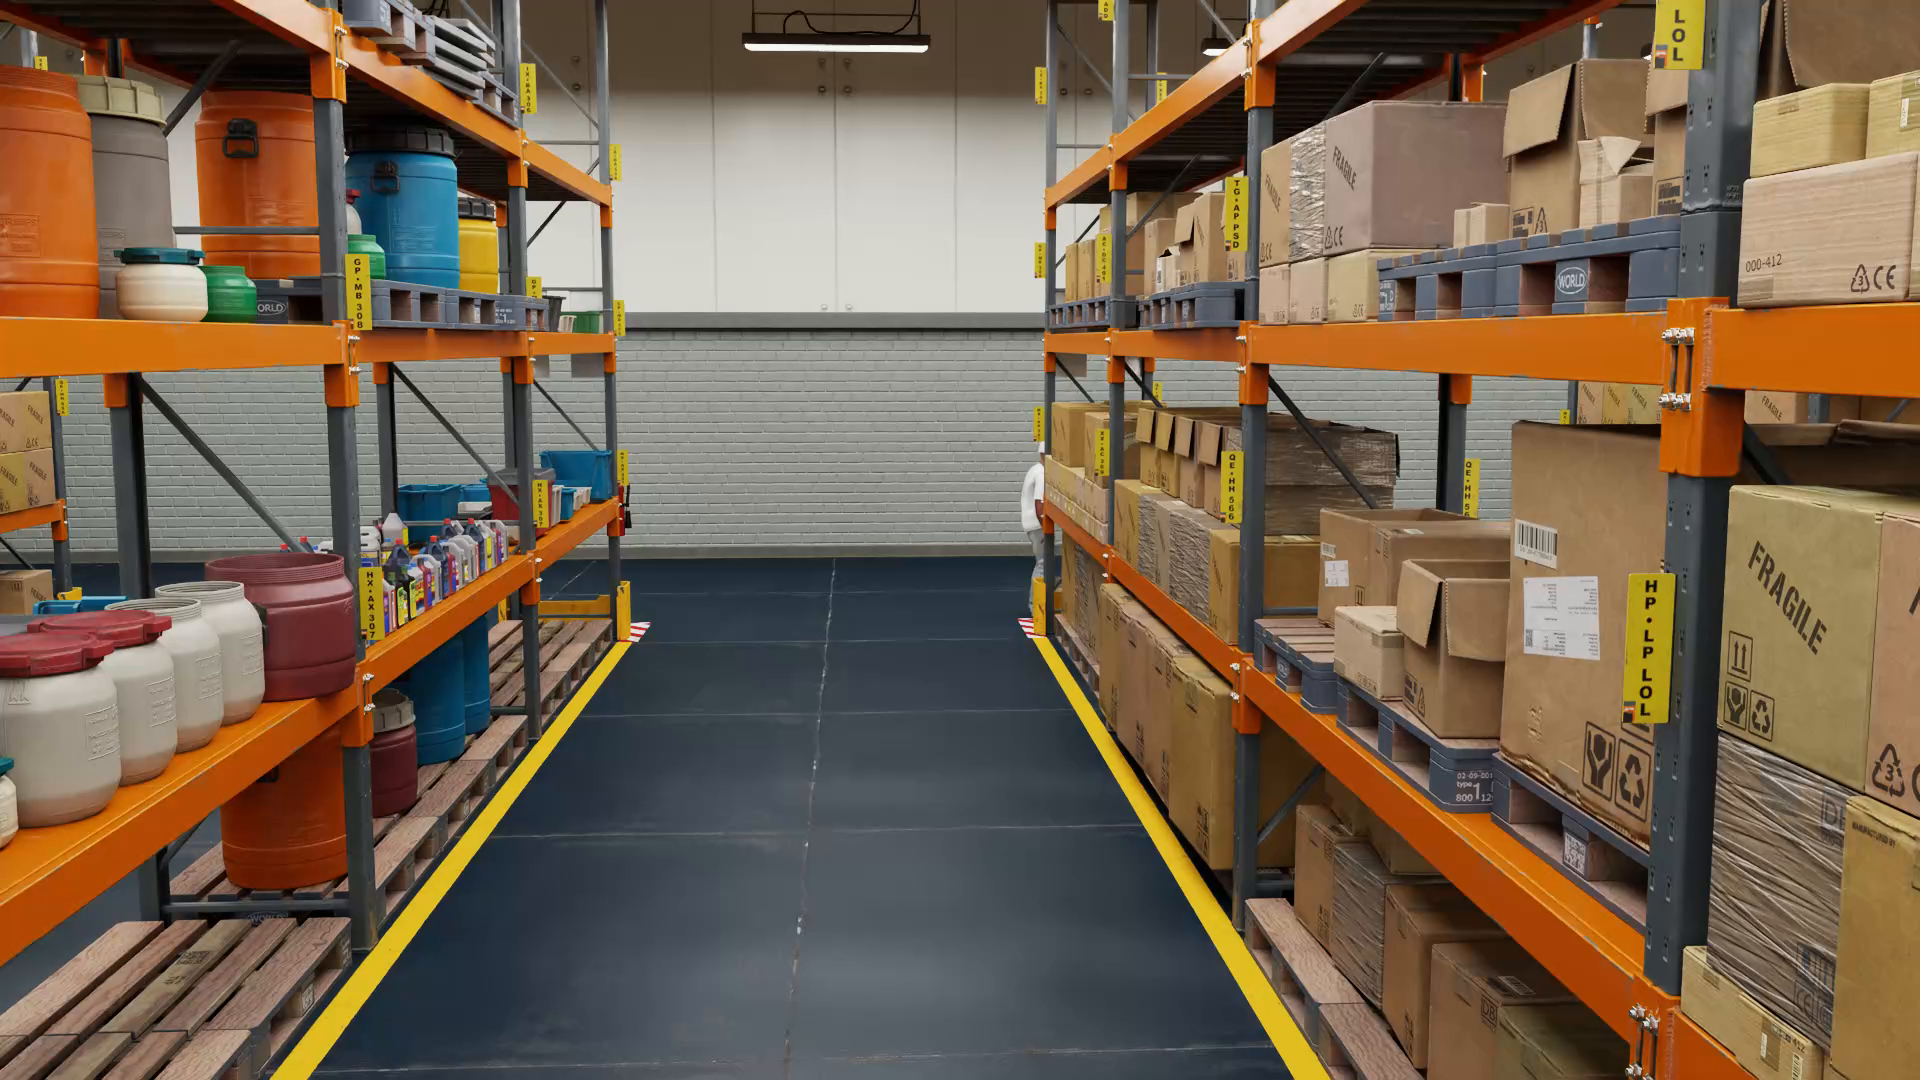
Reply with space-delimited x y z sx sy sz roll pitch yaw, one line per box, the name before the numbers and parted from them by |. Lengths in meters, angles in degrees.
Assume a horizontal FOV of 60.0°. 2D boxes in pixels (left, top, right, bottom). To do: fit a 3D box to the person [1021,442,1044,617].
person | 0.840 -0.122 16.693 0.462 1.759 0.622 0 7 0
